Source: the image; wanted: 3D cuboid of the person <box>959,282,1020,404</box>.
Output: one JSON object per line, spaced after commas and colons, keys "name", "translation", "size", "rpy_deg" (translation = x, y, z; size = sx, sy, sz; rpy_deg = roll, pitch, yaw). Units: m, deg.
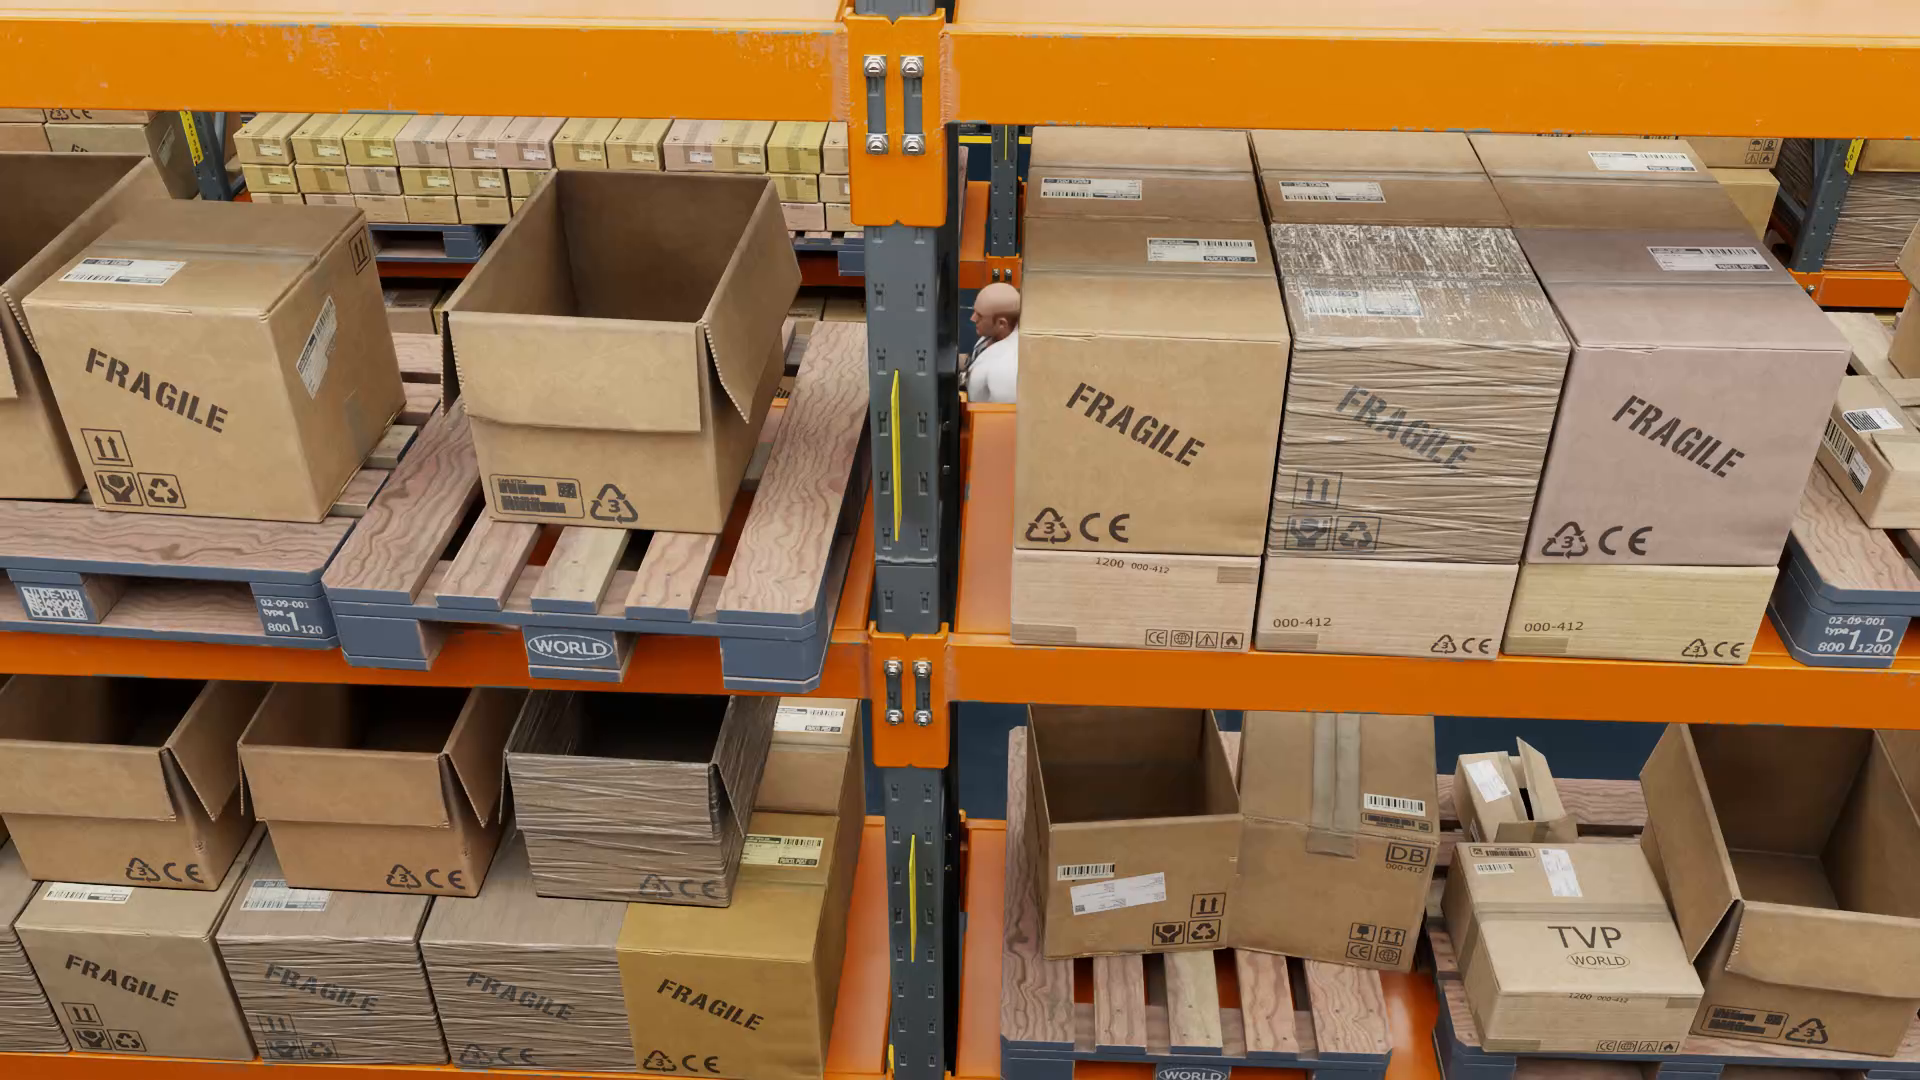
{"name": "person", "translation": [0.264, -0.411, 7.707], "size": [0.594, 1.771, 0.677], "rpy_deg": [2, 35, 2]}
